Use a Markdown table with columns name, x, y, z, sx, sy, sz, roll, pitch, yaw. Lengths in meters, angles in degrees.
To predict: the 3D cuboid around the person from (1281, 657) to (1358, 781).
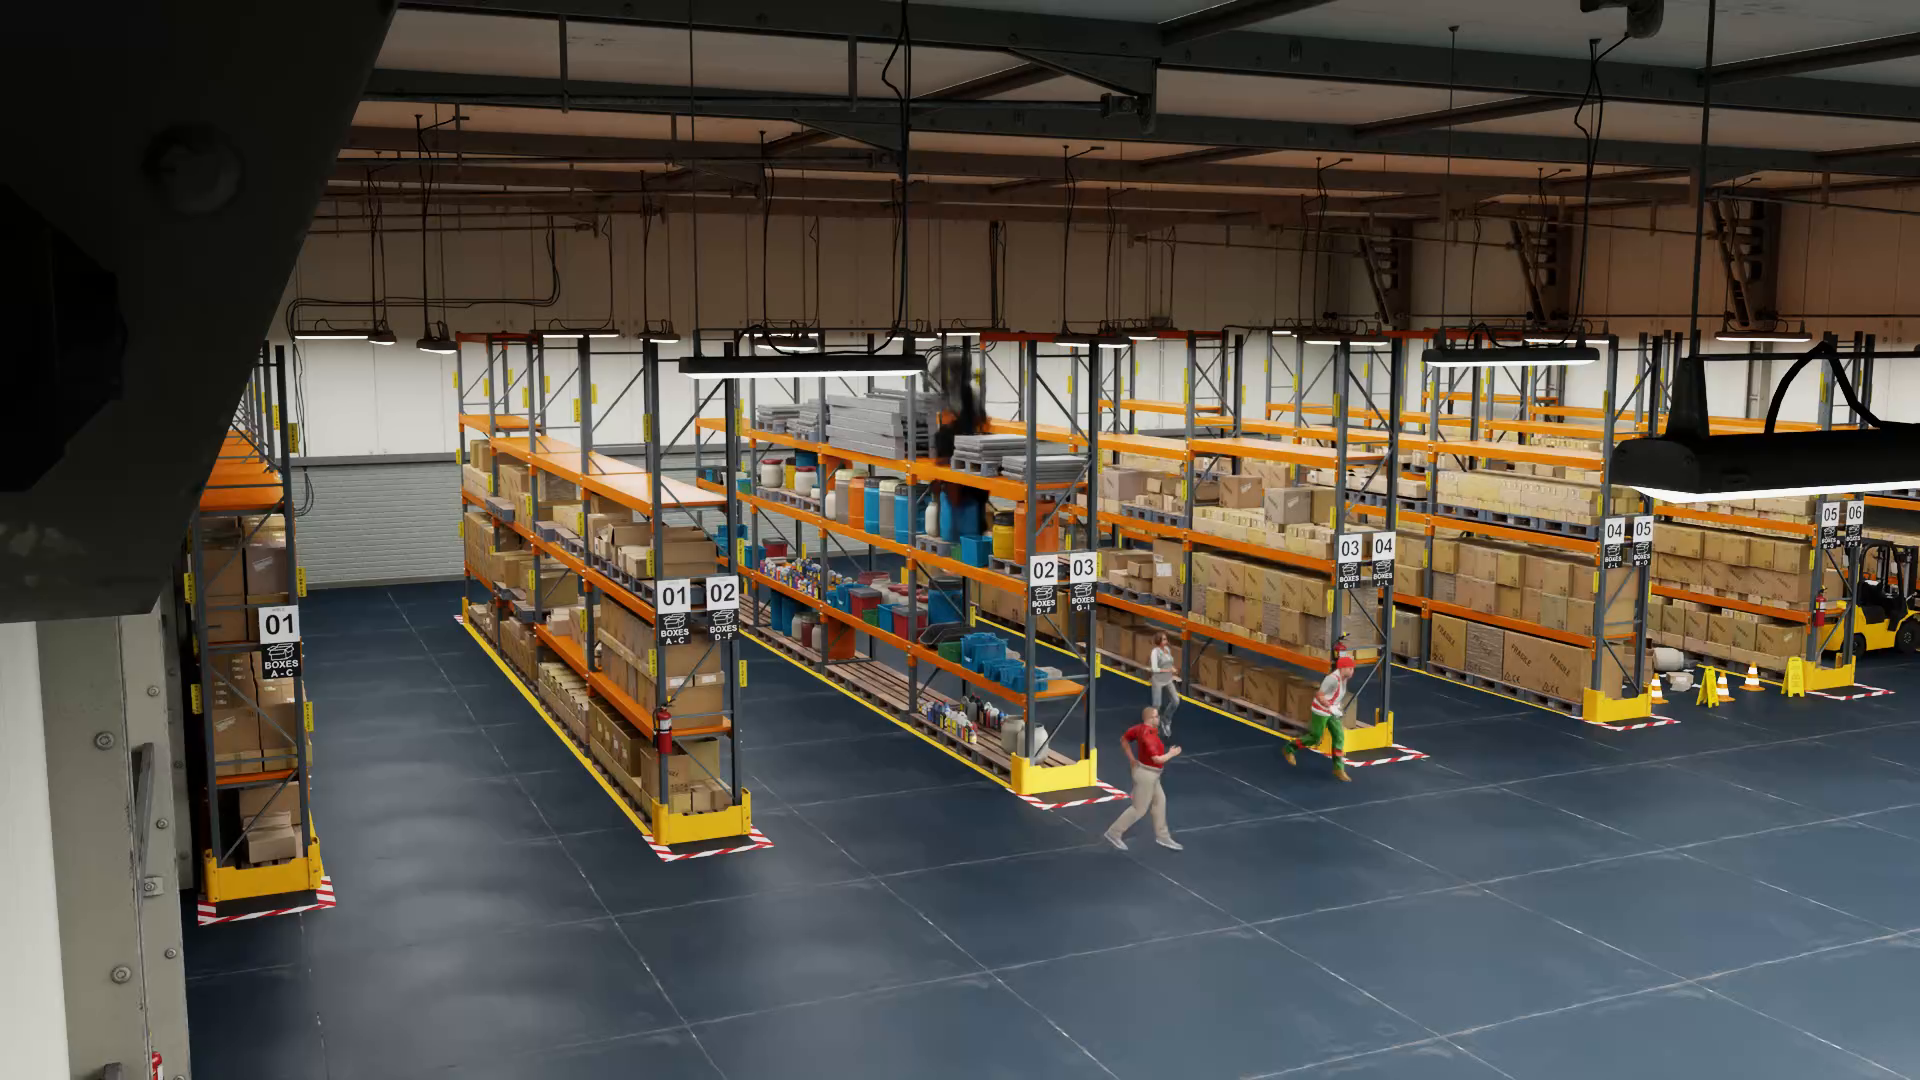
| name | x | y | z | sx | sy | sz | roll | pitch | yaw |
| --- | --- | --- | --- | --- | --- | --- | --- | --- | --- |
| person | 4.961 | 2.418 | 22.965 | 1.055 | 1.729 | 0.692 | 5 | 9 | 30 |

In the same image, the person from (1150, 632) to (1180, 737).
| name | x | y | z | sx | sy | sz | roll | pitch | yaw |
| --- | --- | --- | --- | --- | --- | --- | --- | --- | --- |
| person | 3.051 | 2.177 | 25.024 | 0.509 | 1.600 | 0.667 | -6 | 10 | -37 |

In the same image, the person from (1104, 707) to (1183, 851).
| name | x | y | z | sx | sy | sz | roll | pitch | yaw |
| --- | --- | --- | --- | --- | --- | --- | --- | --- | --- |
| person | 2.174 | 2.823 | 19.607 | 0.959 | 1.746 | 0.649 | 0 | 8 | -3 |

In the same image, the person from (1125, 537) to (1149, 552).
| name | x | y | z | sx | sy | sz | roll | pitch | yaw |
| --- | --- | --- | --- | --- | --- | --- | --- | --- | --- |
| person | 4.442 | -0.145 | 41.845 | 0.751 | 1.729 | 0.756 | 3 | 8 | 22 |

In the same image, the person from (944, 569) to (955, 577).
| name | x | y | z | sx | sy | sz | roll | pitch | yaw |
| --- | --- | --- | --- | --- | --- | --- | --- | --- | --- |
| person | -0.202 | 1.305 | 31.002 | 0.682 | 1.752 | 0.605 | -5 | 9 | -31 |
